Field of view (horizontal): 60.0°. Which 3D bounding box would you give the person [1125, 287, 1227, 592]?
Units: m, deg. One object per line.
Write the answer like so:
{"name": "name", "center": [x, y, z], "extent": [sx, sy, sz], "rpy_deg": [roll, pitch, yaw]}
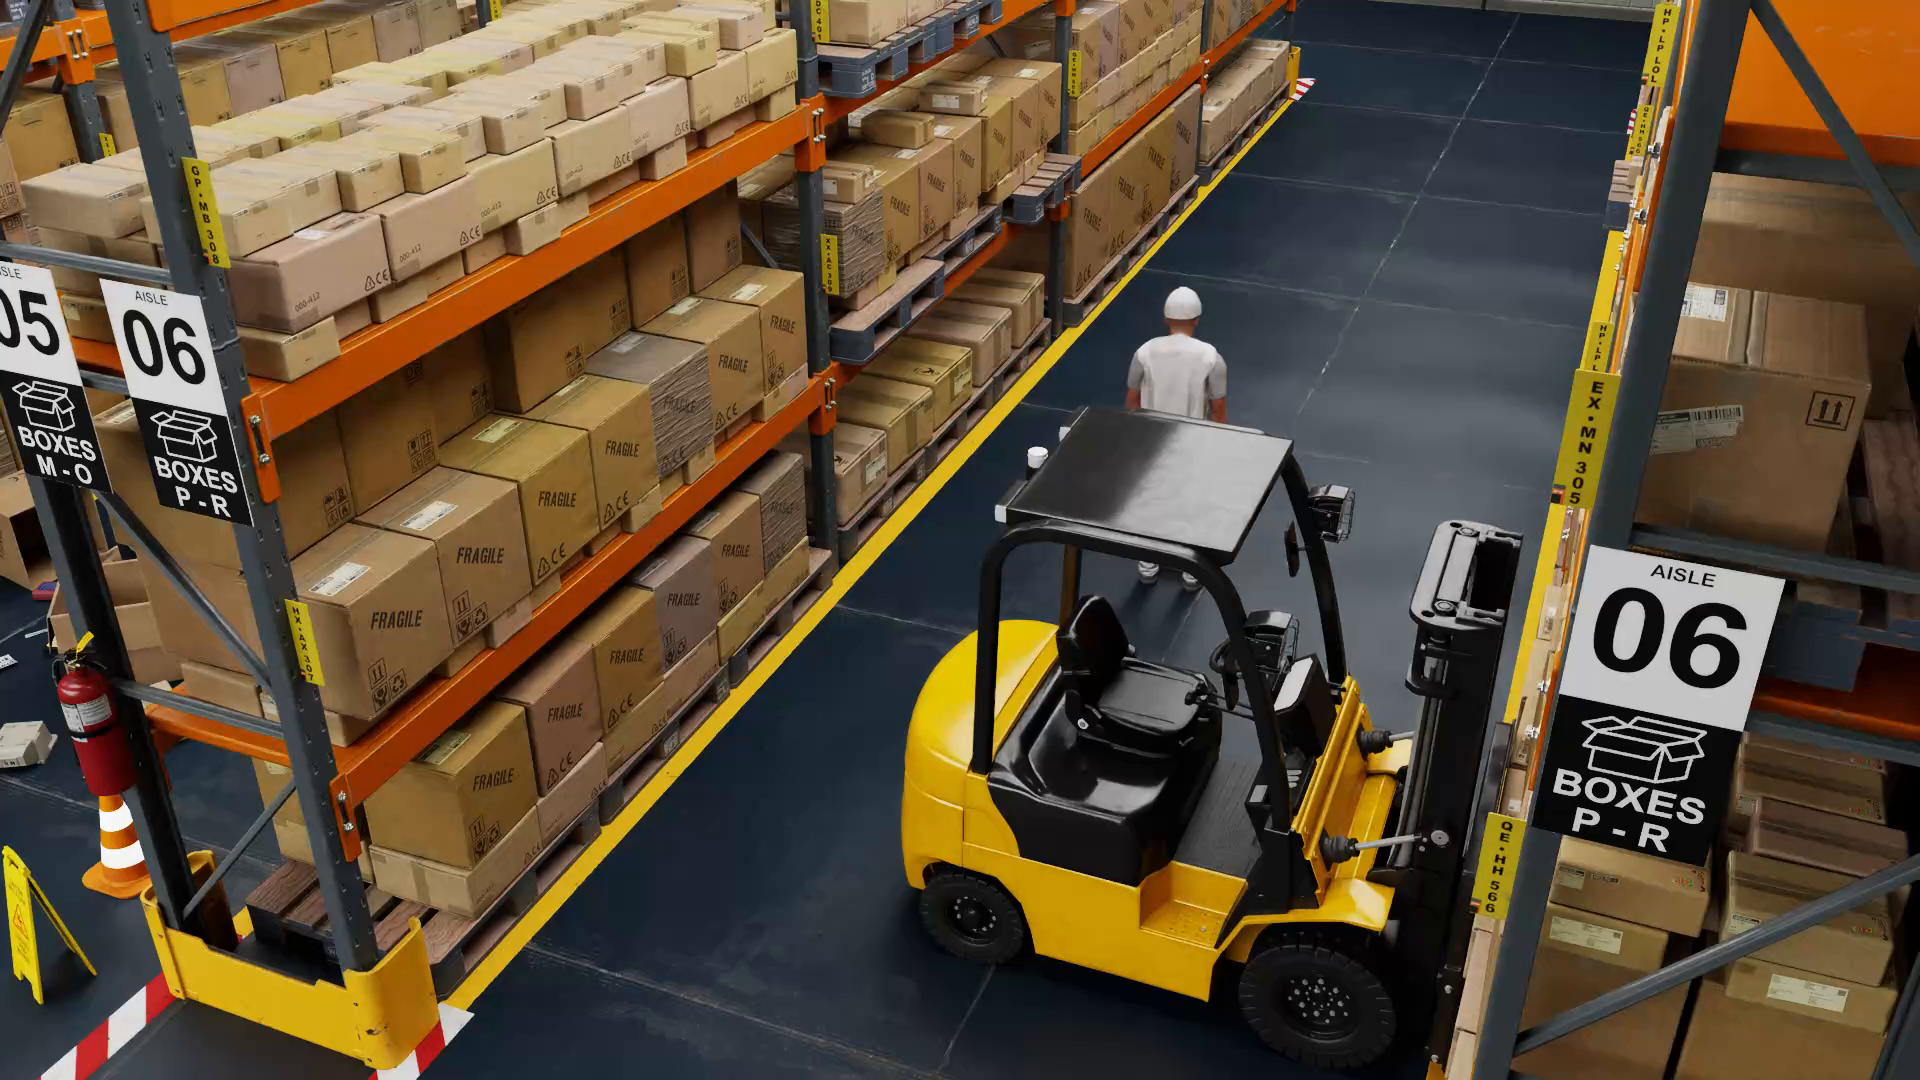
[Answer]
{"name": "person", "center": [1.217, -0.552, 9.369], "extent": [0.609, 1.777, 0.453], "rpy_deg": [10, 31, 17]}
